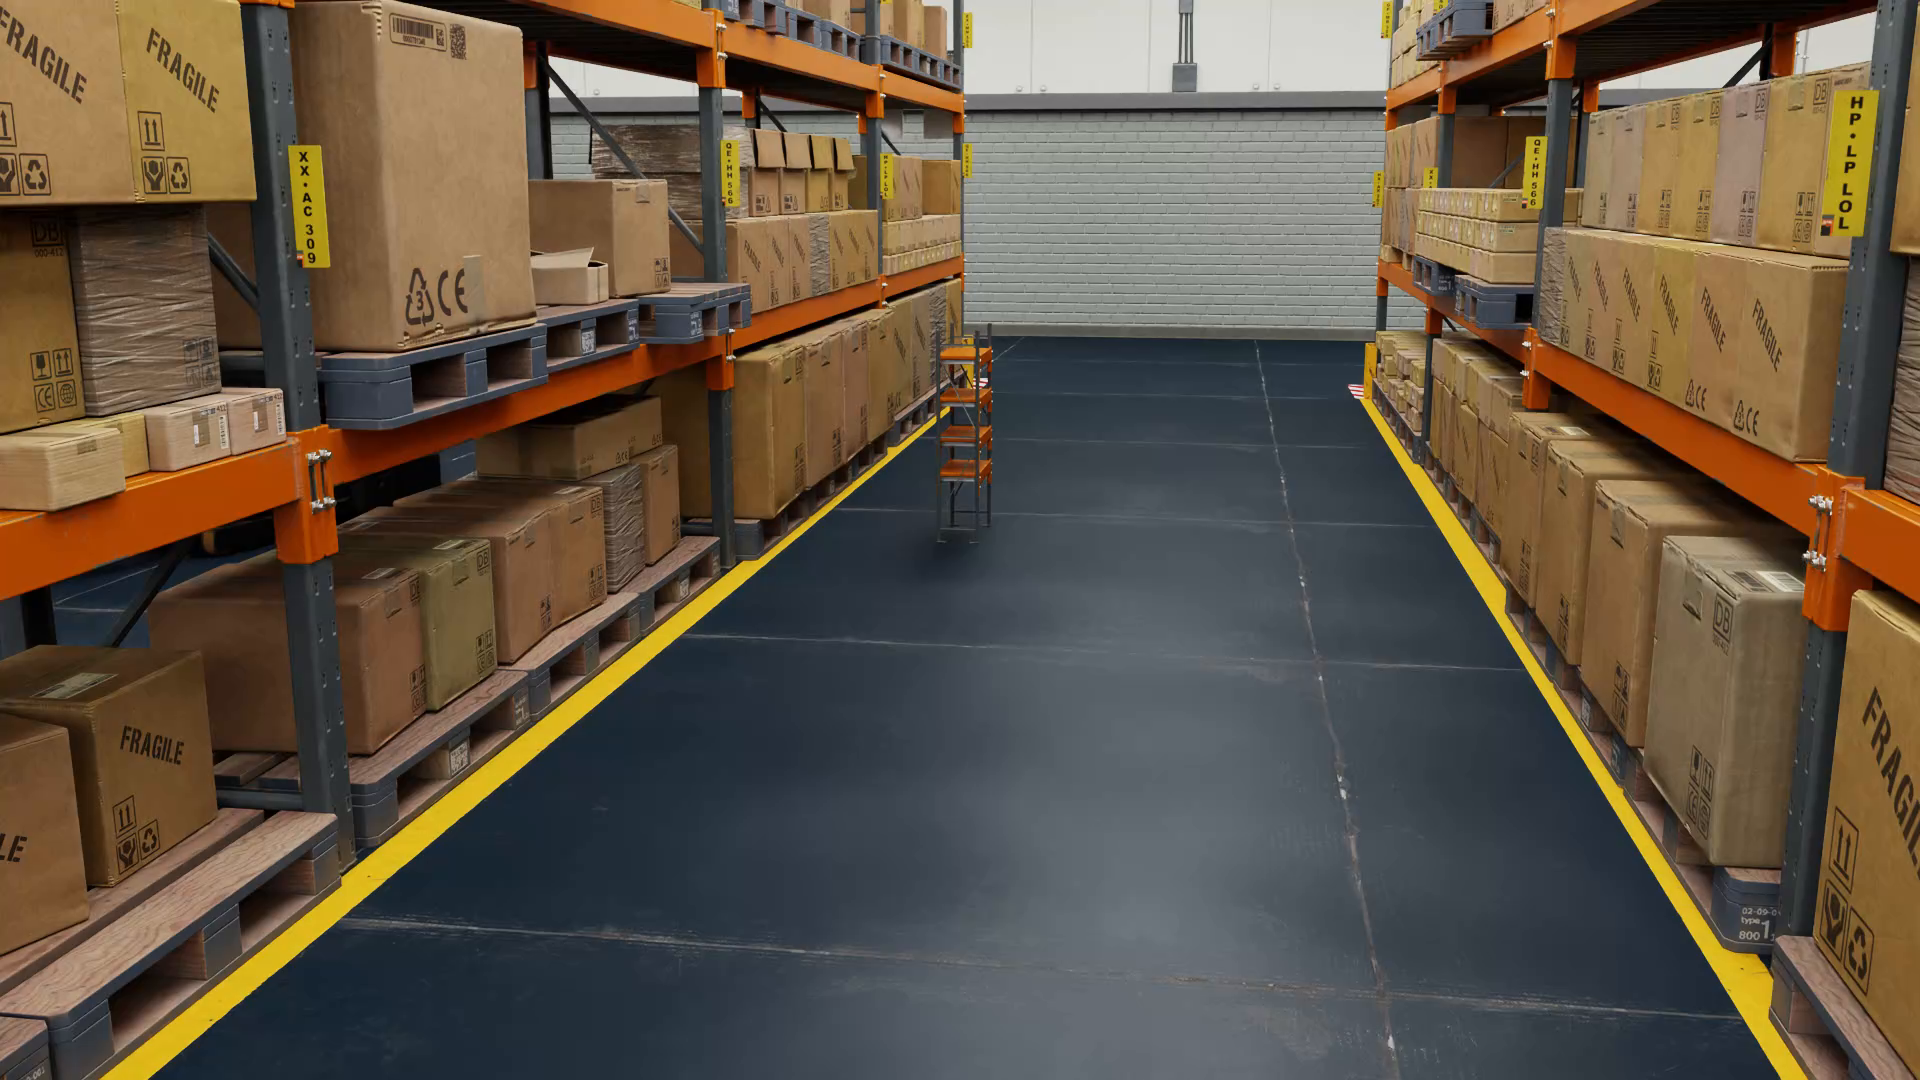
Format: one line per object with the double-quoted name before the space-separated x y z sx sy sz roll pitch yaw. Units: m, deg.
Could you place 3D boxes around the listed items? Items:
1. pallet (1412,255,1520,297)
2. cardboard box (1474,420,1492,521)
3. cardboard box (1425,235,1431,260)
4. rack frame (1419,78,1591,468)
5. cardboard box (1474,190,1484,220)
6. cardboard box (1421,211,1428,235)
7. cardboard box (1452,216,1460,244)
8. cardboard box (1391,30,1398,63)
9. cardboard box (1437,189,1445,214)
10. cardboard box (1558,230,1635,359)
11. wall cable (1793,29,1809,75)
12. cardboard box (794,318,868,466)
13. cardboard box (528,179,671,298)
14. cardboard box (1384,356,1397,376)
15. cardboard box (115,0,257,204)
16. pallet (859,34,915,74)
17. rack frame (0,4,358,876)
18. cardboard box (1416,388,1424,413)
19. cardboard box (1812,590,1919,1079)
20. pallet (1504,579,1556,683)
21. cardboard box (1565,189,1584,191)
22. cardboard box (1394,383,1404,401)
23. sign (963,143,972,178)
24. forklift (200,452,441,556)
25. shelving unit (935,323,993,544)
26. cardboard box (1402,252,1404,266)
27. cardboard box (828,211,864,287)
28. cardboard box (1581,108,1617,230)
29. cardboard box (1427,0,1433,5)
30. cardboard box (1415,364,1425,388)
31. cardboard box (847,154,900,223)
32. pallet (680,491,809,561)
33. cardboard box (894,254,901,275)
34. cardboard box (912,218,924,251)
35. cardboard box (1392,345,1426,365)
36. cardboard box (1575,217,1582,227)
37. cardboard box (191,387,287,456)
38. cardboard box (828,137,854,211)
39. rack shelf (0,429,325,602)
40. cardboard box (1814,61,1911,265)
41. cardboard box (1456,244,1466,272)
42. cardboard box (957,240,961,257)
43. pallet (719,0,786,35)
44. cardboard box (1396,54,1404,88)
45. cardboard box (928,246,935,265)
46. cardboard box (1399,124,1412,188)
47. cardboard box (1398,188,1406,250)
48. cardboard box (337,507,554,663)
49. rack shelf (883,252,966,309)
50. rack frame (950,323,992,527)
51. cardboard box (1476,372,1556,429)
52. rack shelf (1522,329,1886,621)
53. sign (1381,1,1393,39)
"pallet" 3.544 -1.734 10.876 1.003 0.211 1.213 2 12 9
"cardboard box" 3.116 -0.387 9.103 0.500 0.500 0.500 2 12 11
"cardboard box" 3.211 -1.888 10.733 0.380 0.149 0.250 2 12 9
"rack frame" 3.805 -1.982 11.572 1.000 3.000 0.127 2 12 9
"cardboard box" 2.893 -1.747 8.666 0.380 0.149 0.250 2 12 10
"cardboard box" 3.252 -2.089 10.961 0.380 0.149 0.250 2 12 8
"cardboard box" 3.012 -1.764 9.451 0.380 0.149 0.250 2 12 10
"cardboard box" 4.095 -4.367 14.688 0.500 0.250 0.500 2 12 10
"cardboard box" 3.132 -2.072 10.175 0.380 0.149 0.250 2 12 8
"cardboard box" 2.779 -1.008 6.813 0.500 0.500 0.500 2 12 8
"wall cable" 9.924 -6.802 19.694 0.463 3.000 0.029 2 12 9
"cardboard box" -1.295 -1.011 11.111 1.225 0.875 0.875 1 12 7
"cardboard box" -1.726 -1.353 7.415 0.700 0.500 0.500 4 13 17
"cardboard box" 3.891 -1.513 14.456 0.380 0.149 0.250 2 12 10
"cardboard box" -2.108 -1.079 4.065 0.500 0.500 0.500 2 12 9
"pallet" -0.944 -3.757 12.897 1.003 0.211 1.213 2 12 9
"rack frame" -2.311 -0.499 4.688 1.000 3.000 0.127 2 12 9
"cardboard box" 3.540 -1.015 12.149 0.380 0.149 0.250 2 12 10
"cardboard box" 2.409 0.645 3.427 0.875 0.875 0.875 2 12 10
"pallet" 2.994 0.375 7.252 1.003 0.211 1.213 2 12 9
"cardboard box" 3.695 -1.938 9.555 0.380 0.149 0.250 2 12 8
"cardboard box" 3.799 -1.206 13.738 0.380 0.149 0.250 2 12 9
"sign" 0.069 -3.658 16.037 0.100 0.325 0.005 2 12 9
"forklift" -4.387 -1.447 9.249 1.130 2.935 3.031 5 13 24
"shelving unit" 0.025 -0.621 9.527 0.258 1.200 0.503 2 12 9
"cardboard box" 3.918 -2.362 13.931 0.380 0.149 0.250 2 12 8
"cardboard box" -0.965 -2.004 11.435 0.500 0.500 0.500 2 12 10
"cardboard box" 3.111 -1.594 7.160 0.700 0.500 0.500 2 12 8
"cardboard box" 3.735 -4.106 12.529 0.380 0.149 0.250 1 12 6
"cardboard box" 3.603 -1.222 12.401 0.380 0.149 0.250 2 12 9
"cardboard box" -0.754 -2.694 12.745 0.500 0.500 0.500 2 12 9
"pallet" -1.500 -0.130 9.596 1.003 0.211 1.213 2 12 9
"cardboard box" -0.666 -2.147 12.931 0.380 0.149 0.250 1 12 7
"cardboard box" -0.594 -2.537 13.795 0.500 0.250 0.500 2 12 10
"cardboard box" 3.821 -1.545 13.900 0.380 0.149 0.250 2 12 10
"cardboard box" 3.659 -1.740 9.340 0.380 0.149 0.250 2 12 8
"cardboard box" -2.053 -0.322 4.463 0.380 0.149 0.250 2 12 9
"cardboard box" -1.170 -2.570 11.681 0.797 0.503 0.637 2 12 7
"rack shelf" -2.618 0.269 2.832 1.077 0.370 4.000 2 12 9
"cardboard box" 2.645 -0.958 4.209 0.700 0.500 0.500 2 12 8
"cardboard box" 2.973 -1.563 9.225 0.380 0.149 0.250 1 12 6
"cardboard box" -0.194 -2.789 15.912 0.380 0.149 0.250 2 12 10
"pallet" -1.649 -2.841 8.885 1.213 0.211 1.003 2 12 11
"cardboard box" 4.013 -4.013 14.232 0.500 0.250 0.500 2 12 10
"cardboard box" -0.430 -2.471 14.436 0.380 0.149 0.250 2 12 10
"cardboard box" 3.841 -3.094 13.415 0.500 0.500 0.500 1 12 7
"cardboard box" 3.861 -2.605 13.516 0.500 0.500 0.500 2 12 7
"cardboard box" -2.017 0.166 6.493 0.700 0.500 0.500 1 12 4
"rack shelf" -0.773 -2.229 14.423 1.077 0.370 4.000 2 12 9
"rack frame" 0.063 -0.672 9.763 0.240 1.200 0.015 2 12 9
"cardboard box" 3.103 -0.756 9.038 0.500 0.250 0.500 2 12 9
"rack shelf" 2.882 -0.382 5.852 1.077 0.370 4.000 2 12 9
"sign" 3.884 -4.726 15.109 0.100 0.325 0.005 2 12 9
